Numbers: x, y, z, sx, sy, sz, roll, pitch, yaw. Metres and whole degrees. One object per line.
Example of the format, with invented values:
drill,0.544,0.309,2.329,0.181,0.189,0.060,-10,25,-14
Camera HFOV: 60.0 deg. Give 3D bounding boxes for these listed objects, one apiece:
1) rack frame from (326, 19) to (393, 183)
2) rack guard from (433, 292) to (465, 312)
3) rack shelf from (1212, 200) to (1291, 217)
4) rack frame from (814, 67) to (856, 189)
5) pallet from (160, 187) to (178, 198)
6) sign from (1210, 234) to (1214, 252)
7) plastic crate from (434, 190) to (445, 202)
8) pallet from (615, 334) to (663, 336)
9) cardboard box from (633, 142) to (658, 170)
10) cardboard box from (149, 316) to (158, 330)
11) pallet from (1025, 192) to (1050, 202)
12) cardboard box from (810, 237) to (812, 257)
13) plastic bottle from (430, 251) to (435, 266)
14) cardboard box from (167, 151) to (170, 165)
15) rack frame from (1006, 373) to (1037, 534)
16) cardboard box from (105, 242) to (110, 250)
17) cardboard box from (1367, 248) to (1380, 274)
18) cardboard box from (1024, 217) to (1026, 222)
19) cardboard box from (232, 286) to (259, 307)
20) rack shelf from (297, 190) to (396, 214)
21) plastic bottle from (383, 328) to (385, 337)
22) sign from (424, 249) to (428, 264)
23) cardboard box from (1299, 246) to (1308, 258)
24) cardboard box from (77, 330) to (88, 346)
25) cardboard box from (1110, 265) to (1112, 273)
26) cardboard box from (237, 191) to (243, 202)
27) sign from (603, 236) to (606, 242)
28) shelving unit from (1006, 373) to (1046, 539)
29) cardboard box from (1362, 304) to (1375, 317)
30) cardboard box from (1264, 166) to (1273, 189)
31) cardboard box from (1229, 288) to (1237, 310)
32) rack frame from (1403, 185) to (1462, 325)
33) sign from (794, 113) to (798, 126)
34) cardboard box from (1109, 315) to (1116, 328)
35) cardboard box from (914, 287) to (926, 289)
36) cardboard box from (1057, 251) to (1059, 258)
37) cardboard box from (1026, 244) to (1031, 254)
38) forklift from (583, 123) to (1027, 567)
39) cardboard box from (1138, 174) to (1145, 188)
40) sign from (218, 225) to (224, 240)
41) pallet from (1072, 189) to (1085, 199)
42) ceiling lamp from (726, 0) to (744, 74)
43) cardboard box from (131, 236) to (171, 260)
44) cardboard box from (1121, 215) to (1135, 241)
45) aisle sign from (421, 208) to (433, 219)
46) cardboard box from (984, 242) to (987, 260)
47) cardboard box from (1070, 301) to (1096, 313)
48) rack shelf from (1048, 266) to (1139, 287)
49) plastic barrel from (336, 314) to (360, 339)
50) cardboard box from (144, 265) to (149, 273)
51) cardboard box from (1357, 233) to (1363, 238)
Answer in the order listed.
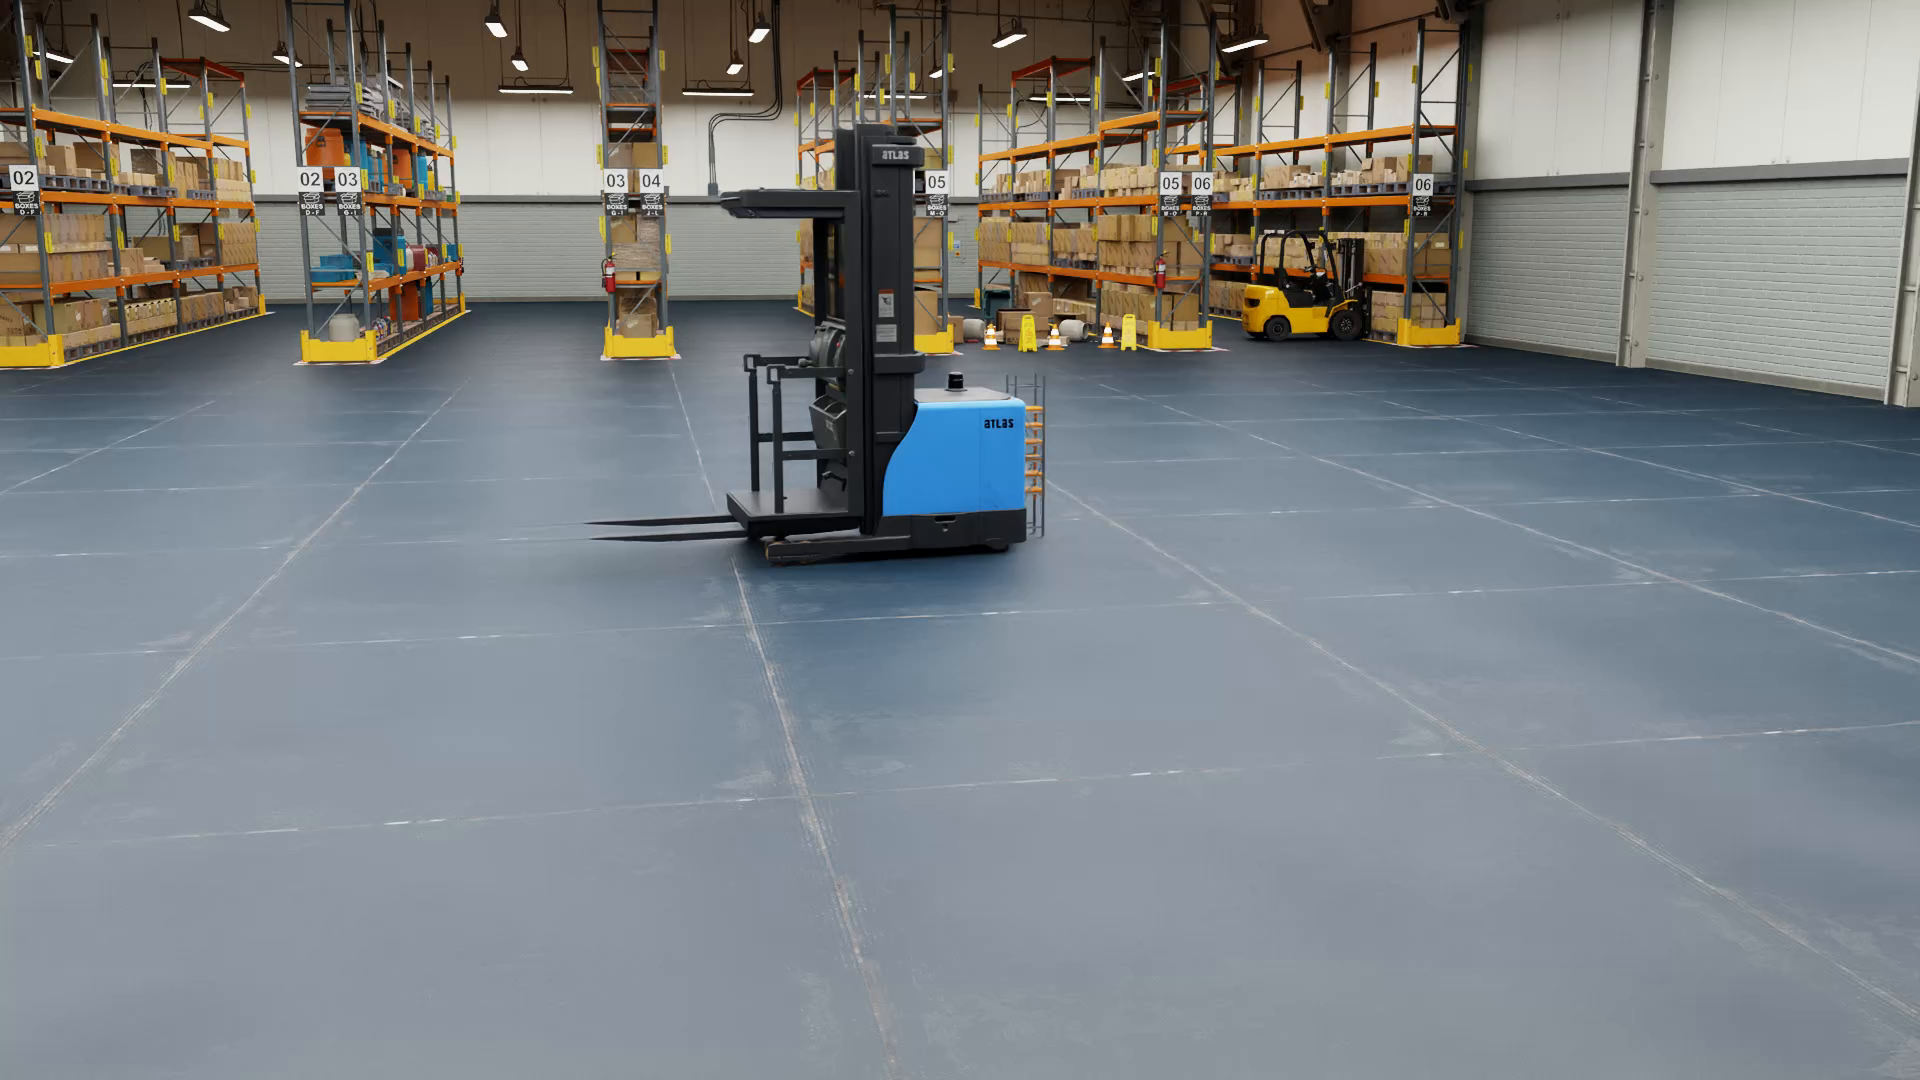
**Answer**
rack frame,-11.238,-8.193,31.175,1.000,3.000,0.127,-2,11,-11
rack guard,-13.589,-6.223,43.554,1.175,0.500,0.348,-2,11,-11
rack shelf,7.043,-8.188,41.096,1.077,0.370,4.000,-2,11,-11
rack frame,-3.050,-10.002,40.681,1.000,3.000,0.127,-2,11,-11
pallet,-16.655,-7.060,33.748,1.213,0.211,1.003,-2,11,-8
sign,4.652,-5.498,30.744,0.100,0.325,0.005,-2,11,-11
plastic crate,-12.766,-8.360,40.426,0.497,0.269,0.590,-2,11,-11
pallet,-5.973,-3.710,31.125,1.003,0.211,1.213,-2,11,-11
cardboard box,-5.625,-6.889,29.946,0.500,0.500,0.500,-2,11,-11
cardboard box,-16.232,-4.287,32.929,0.500,0.250,0.500,-2,11,-10
pallet,2.166,-8.222,39.855,1.003,0.211,1.213,-2,11,-8
cardboard box,-3.521,-7.424,42.117,0.500,0.500,0.500,-2,11,-13
plastic bottle,-12.294,-6.532,38.626,0.144,0.351,0.185,-2,11,-11
cardboard box,-17.053,-7.988,35.178,0.500,0.500,0.500,-2,11,-11
rack frame,0.452,-0.630,12.295,0.240,1.200,0.006,-3,11,-17
cardboard box,-15.834,-5.392,30.502,0.380,0.149,0.250,-2,11,-11
cardboard box,8.443,-5.553,33.084,0.500,0.500,0.500,-2,11,-12
cardboard box,1.469,-8.210,42.632,0.380,0.149,0.250,-2,11,-10
cardboard box,-18.084,-6.165,42.072,0.500,0.500,0.500,-2,11,-11
rack shelf,-10.849,-5.999,29.596,1.077,0.370,4.000,-2,11,-11
plastic bottle,-10.652,-3.835,30.629,0.097,0.201,0.097,0,11,0
sign,-11.477,-6.081,35.687,0.100,0.325,0.005,-2,11,-11
cardboard box,7.756,-6.314,36.414,0.500,0.250,0.500,-2,11,-12
cardboard box,-15.403,-3.478,28.679,0.500,0.250,0.500,-2,11,-11
cardboard box,3.270,-5.502,33.751,0.380,0.149,0.250,-2,11,-11
cardboard box,-17.876,-8.399,40.682,0.500,0.250,0.500,-2,11,-11
sign,-6.923,-5.974,32.465,0.100,0.325,0.005,-2,11,-11
shelving unit,0.479,-0.613,12.209,0.258,1.200,0.189,-3,11,-17
cardboard box,8.378,-4.599,33.233,0.500,0.250,0.500,-2,11,-12
cardboard box,7.334,-8.338,38.299,0.500,0.500,0.500,-2,11,-11
cardboard box,6.947,-5.937,40.931,0.500,0.500,0.500,-2,11,-9
rack frame,8.988,-5.234,31.673,1.000,3.000,0.127,-2,11,-11
sign,-4.361,-11.214,44.337,0.100,0.325,0.005,-2,11,-11
cardboard box,3.306,-4.427,33.661,0.500,0.250,0.500,-1,11,-8
cardboard box,-1.086,-4.300,31.326,0.875,0.875,0.875,-2,11,-12
cardboard box,2.444,-6.537,38.066,0.380,0.149,0.250,-3,11,-14
cardboard box,1.896,-7.054,40.299,0.500,0.250,0.500,-2,11,-13
forklift,-1.102,-1.370,11.553,3.031,2.935,1.130,-3,11,-16
cardboard box,3.672,-6.776,31.357,0.500,0.250,0.500,-2,11,-12
sign,-17.109,-7.123,38.503,0.100,0.325,0.005,-2,11,-11
pallet,3.121,-7.475,35.927,1.213,0.211,1.003,-2,11,-11
ceiling lamp,-5.070,-12.655,39.007,0.800,3.185,2.000,-2,11,-11
cardboard box,-17.108,-6.167,35.184,0.700,0.500,0.500,-6,12,-30
cardboard box,3.515,-6.008,32.002,0.700,0.500,0.500,-2,11,-12
aisle sign,-13.877,-8.726,43.069,0.394,0.787,0.004,-2,11,-11
cardboard box,0.945,-7.846,45.130,0.500,0.500,0.500,-2,11,-12
cardboard box,2.957,-5.057,36.649,0.950,0.372,0.625,-2,11,-9
rack shelf,2.953,-5.800,36.570,1.077,0.370,4.000,-2,11,-11
plastic barrel,-10.760,-3.706,29.178,0.421,0.512,0.421,0,11,0
cardboard box,-16.572,-5.445,33.453,0.380,0.149,0.250,-1,11,-7
cardboard box,8.309,-6.179,33.840,0.380,0.149,0.250,-2,11,-11
